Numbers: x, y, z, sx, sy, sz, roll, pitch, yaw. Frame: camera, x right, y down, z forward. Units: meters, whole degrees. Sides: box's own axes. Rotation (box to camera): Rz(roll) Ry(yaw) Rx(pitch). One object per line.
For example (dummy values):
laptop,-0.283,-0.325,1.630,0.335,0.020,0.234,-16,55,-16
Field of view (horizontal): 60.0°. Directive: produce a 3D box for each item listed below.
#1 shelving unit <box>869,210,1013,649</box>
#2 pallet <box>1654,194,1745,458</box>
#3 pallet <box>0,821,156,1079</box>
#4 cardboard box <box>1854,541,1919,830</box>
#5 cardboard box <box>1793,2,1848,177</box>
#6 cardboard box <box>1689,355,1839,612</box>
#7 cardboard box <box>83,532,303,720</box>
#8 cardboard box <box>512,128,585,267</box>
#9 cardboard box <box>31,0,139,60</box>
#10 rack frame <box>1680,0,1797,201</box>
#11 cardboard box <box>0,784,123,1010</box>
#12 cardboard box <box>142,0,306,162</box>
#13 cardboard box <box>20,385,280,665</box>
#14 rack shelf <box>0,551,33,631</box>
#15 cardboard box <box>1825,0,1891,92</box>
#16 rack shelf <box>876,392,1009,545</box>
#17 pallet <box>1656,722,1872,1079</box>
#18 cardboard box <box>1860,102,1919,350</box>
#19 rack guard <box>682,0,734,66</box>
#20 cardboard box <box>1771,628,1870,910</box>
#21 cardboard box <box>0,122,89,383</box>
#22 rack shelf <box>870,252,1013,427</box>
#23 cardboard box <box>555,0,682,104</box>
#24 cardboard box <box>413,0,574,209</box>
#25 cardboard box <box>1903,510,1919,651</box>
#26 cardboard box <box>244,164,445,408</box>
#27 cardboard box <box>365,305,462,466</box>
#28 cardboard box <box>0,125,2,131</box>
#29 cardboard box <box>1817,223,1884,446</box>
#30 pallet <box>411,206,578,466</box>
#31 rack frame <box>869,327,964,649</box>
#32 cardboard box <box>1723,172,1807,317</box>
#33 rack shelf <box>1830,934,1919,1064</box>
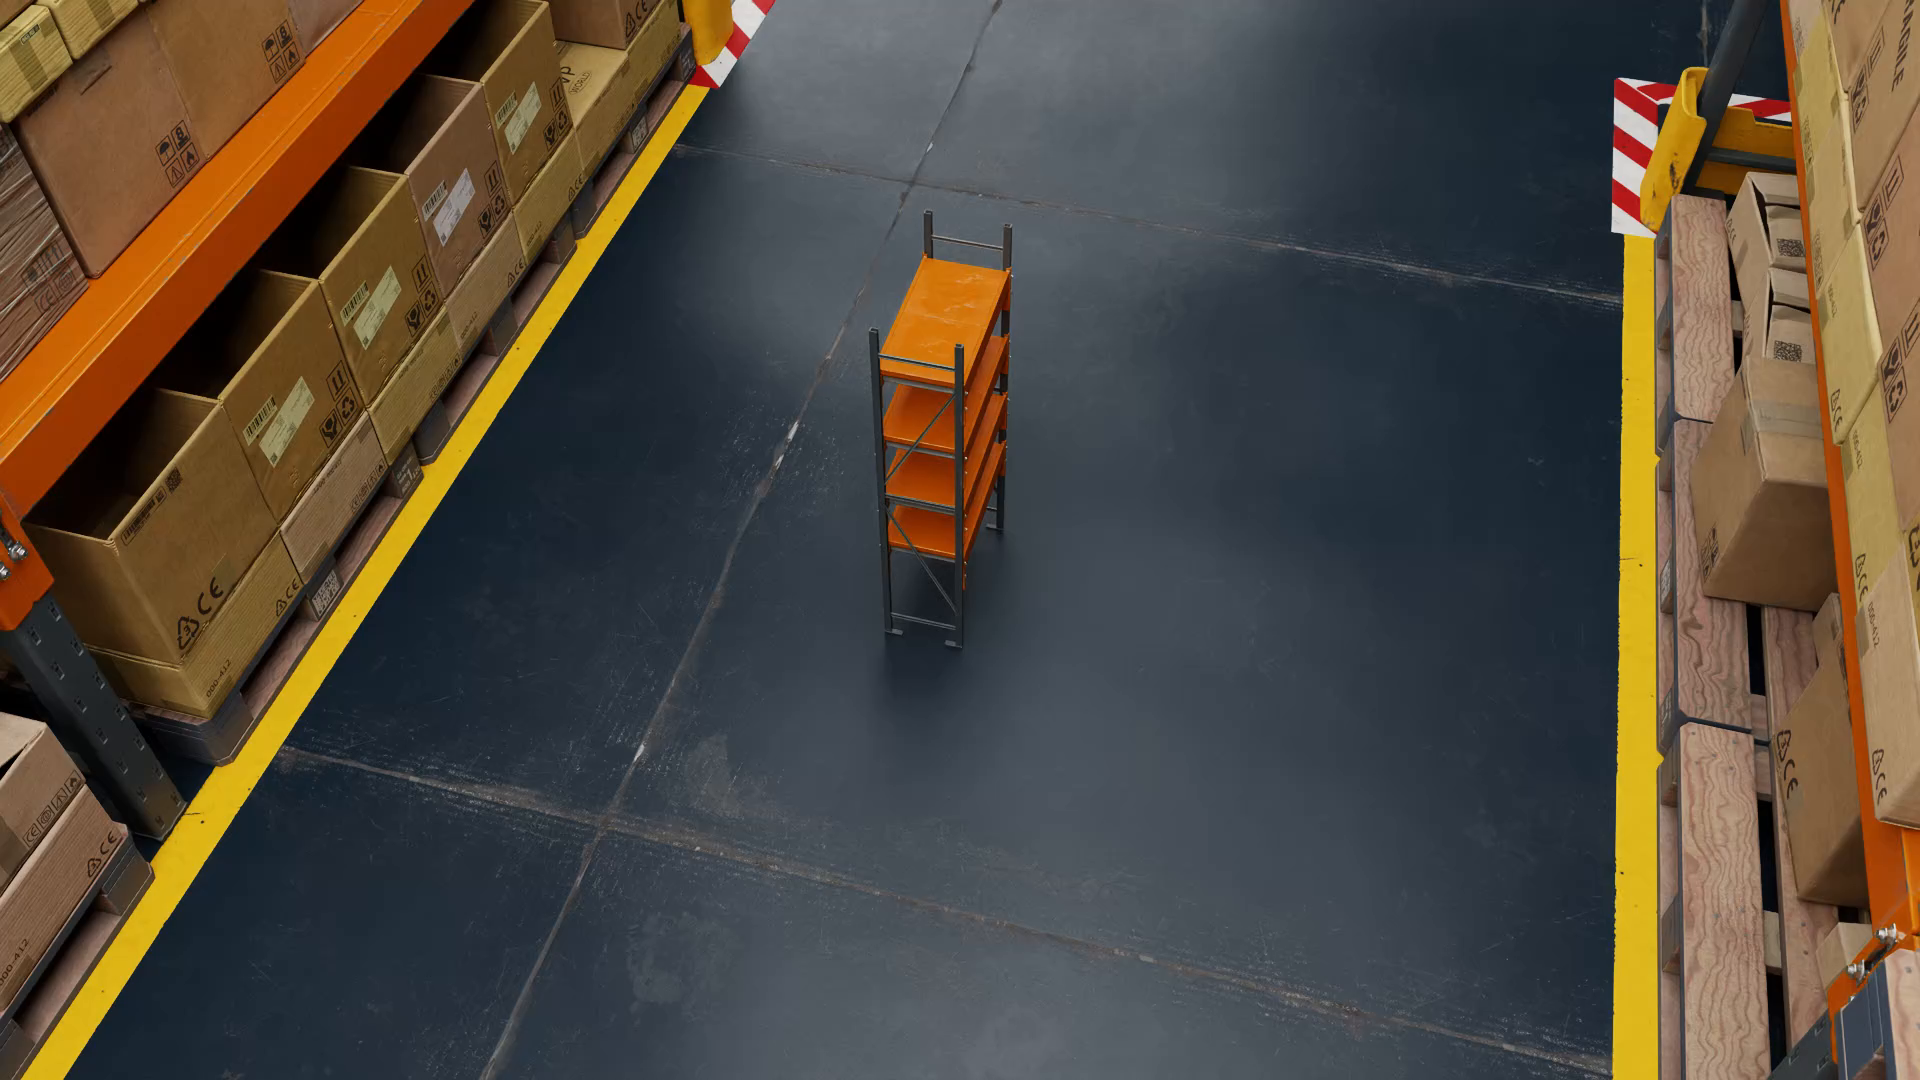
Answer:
shelving unit,-0.044,-0.277,4.694,0.258,1.200,0.503,12,50,10
pallet,2.934,-0.672,5.702,1.003,0.211,1.213,12,50,10
pallet,-2.788,1.152,4.093,1.003,0.211,1.213,12,50,10
cardboard box,1.981,0.304,3.068,0.500,0.250,0.500,12,50,10
cardboard box,2.504,-1.151,4.352,0.500,0.250,0.500,11,49,9
cardboard box,2.541,-0.132,4.740,0.700,0.500,0.500,9,49,8
cardboard box,-2.217,0.184,4.641,0.500,0.250,0.500,12,50,10
cardboard box,-1.684,-1.262,5.917,0.500,0.250,0.500,12,50,10
cardboard box,-2.174,-1.274,3.874,0.380,0.149,0.250,11,50,10
rack frame,3.202,-2.230,5.217,1.000,3.000,0.127,12,50,10
cardboard box,-2.461,0.817,4.082,0.500,0.250,0.500,11,50,10
cardboard box,-2.252,-1.412,4.429,0.700,0.500,0.500,12,50,11
cardboard box,-2.207,-0.062,4.358,0.500,0.500,0.500,12,50,10
rack shelf,-3.158,1.373,2.517,1.077,0.370,4.000,12,50,10
cardboard box,2.504,-1.421,4.090,0.500,0.500,0.500,10,49,9
rack shelf,-0.044,-0.233,4.745,0.258,0.148,0.480,12,50,10
pallet,2.291,1.093,4.144,1.003,0.211,1.213,12,50,10
cardboard box,2.244,-0.669,3.426,0.500,0.500,0.500,10,49,9
rack guard,-1.572,-2.395,7.030,1.175,0.500,0.348,12,50,10
cardboard box,2.383,0.586,4.106,0.500,0.500,0.500,8,49,7
cardboard box,-2.521,-0.667,3.771,0.700,0.500,0.500,10,49,9
rack shelf,-0.044,-0.537,4.400,0.258,0.148,0.480,12,50,10
cardboard box,-1.435,-1.988,6.557,0.500,0.250,0.500,12,50,10
cardboard box,-1.682,-1.509,5.635,0.500,0.500,0.500,12,50,10
cardboard box,1.975,0.055,2.787,0.500,0.500,0.500,11,50,10
cardboard box,-1.944,-0.786,4.996,0.500,0.500,0.500,12,50,10
cardboard box,-1.944,-0.537,5.278,0.500,0.250,0.500,12,50,10
cardboard box,-2.308,-0.897,3.542,0.380,0.149,0.250,12,50,11
cardboard box,2.238,-0.422,3.708,0.500,0.250,0.500,11,50,10
pallet,-2.062,-0.841,5.851,1.003,0.211,1.213,12,50,10
rack frame,-0.108,-0.101,4.539,0.240,1.200,0.015,12,50,10
cardboard box,2.933,-1.003,5.635,0.500,0.311,0.500,7,49,6
rack shelf,1.622,2.348,1.657,1.077,0.370,4.000,12,50,10
